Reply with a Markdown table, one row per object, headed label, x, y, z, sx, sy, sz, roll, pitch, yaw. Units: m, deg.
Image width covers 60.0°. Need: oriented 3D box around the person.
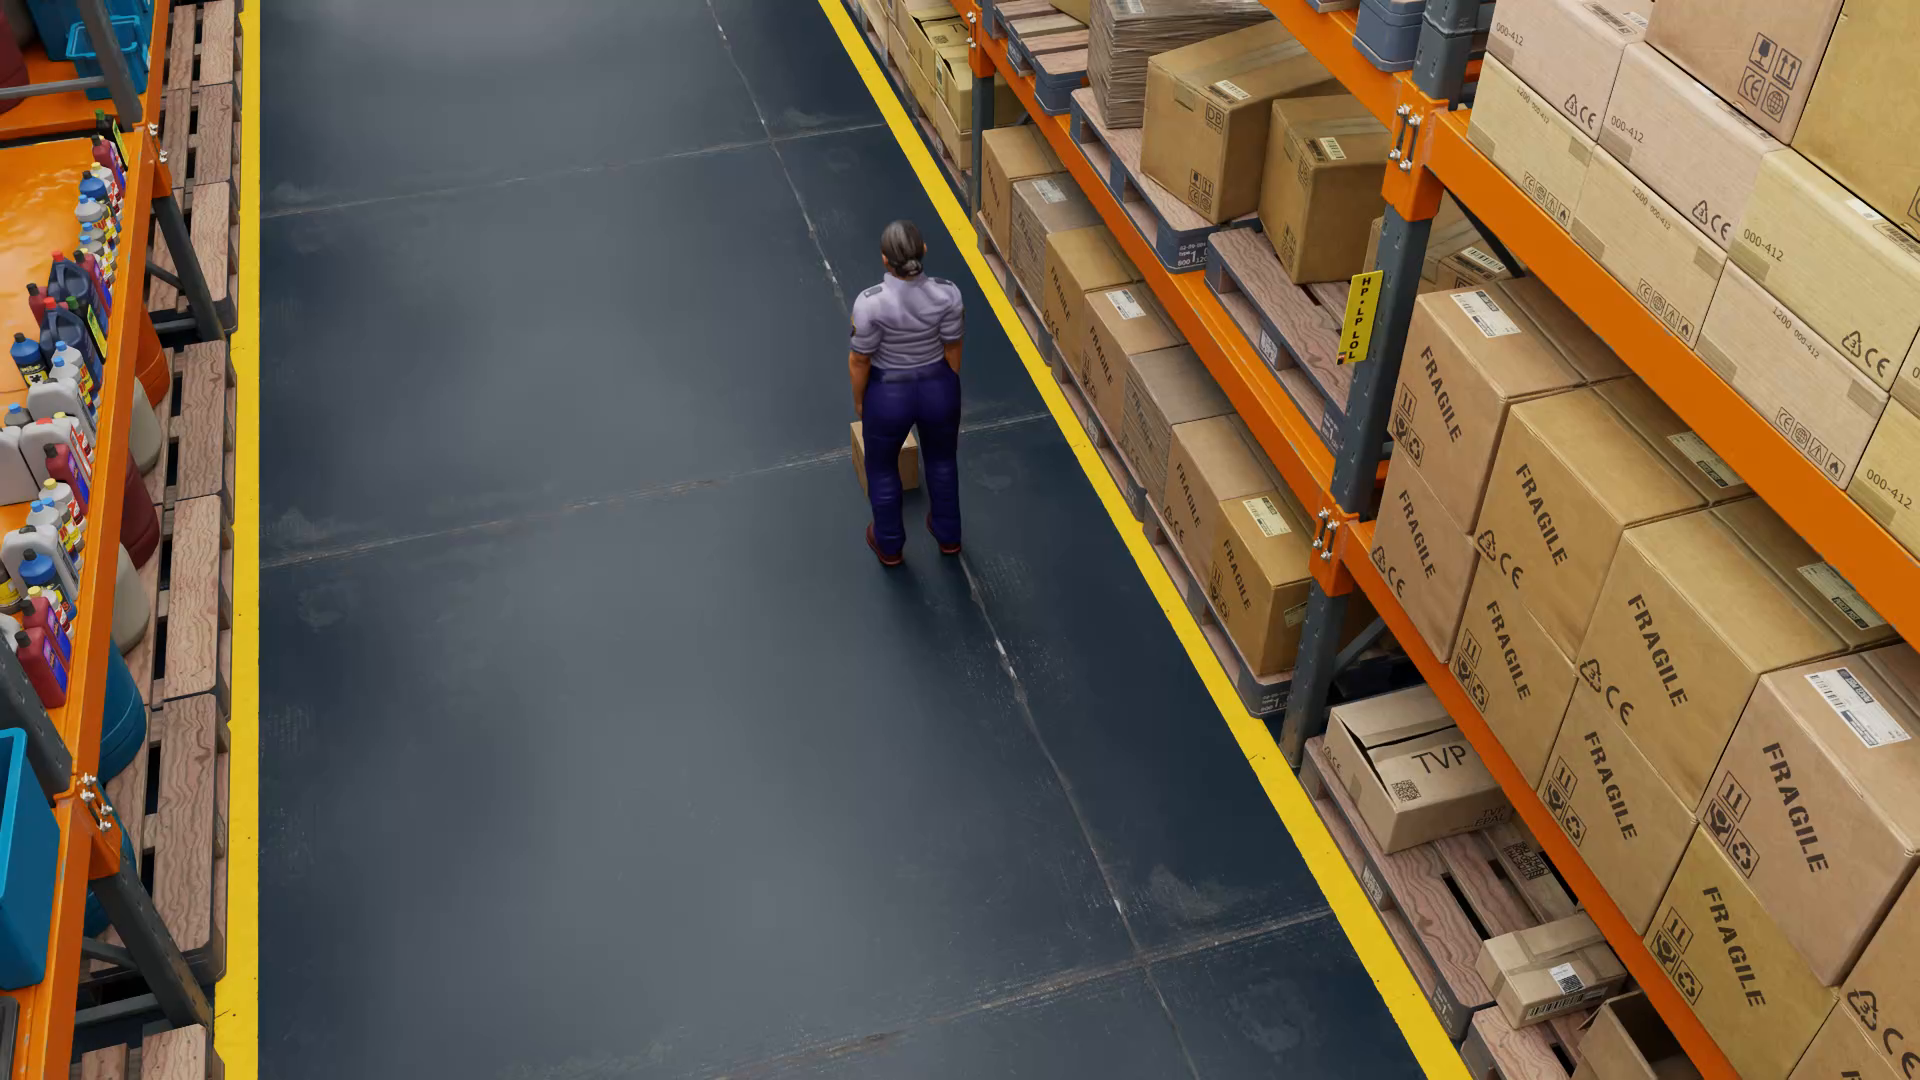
| label | x | y | z | sx | sy | sz | roll | pitch | yaw |
| --- | --- | --- | --- | --- | --- | --- | --- | --- | --- |
| person | -0.223 | -0.594 | 6.825 | 0.469 | 1.646 | 0.342 | -11 | 44 | -12 |
